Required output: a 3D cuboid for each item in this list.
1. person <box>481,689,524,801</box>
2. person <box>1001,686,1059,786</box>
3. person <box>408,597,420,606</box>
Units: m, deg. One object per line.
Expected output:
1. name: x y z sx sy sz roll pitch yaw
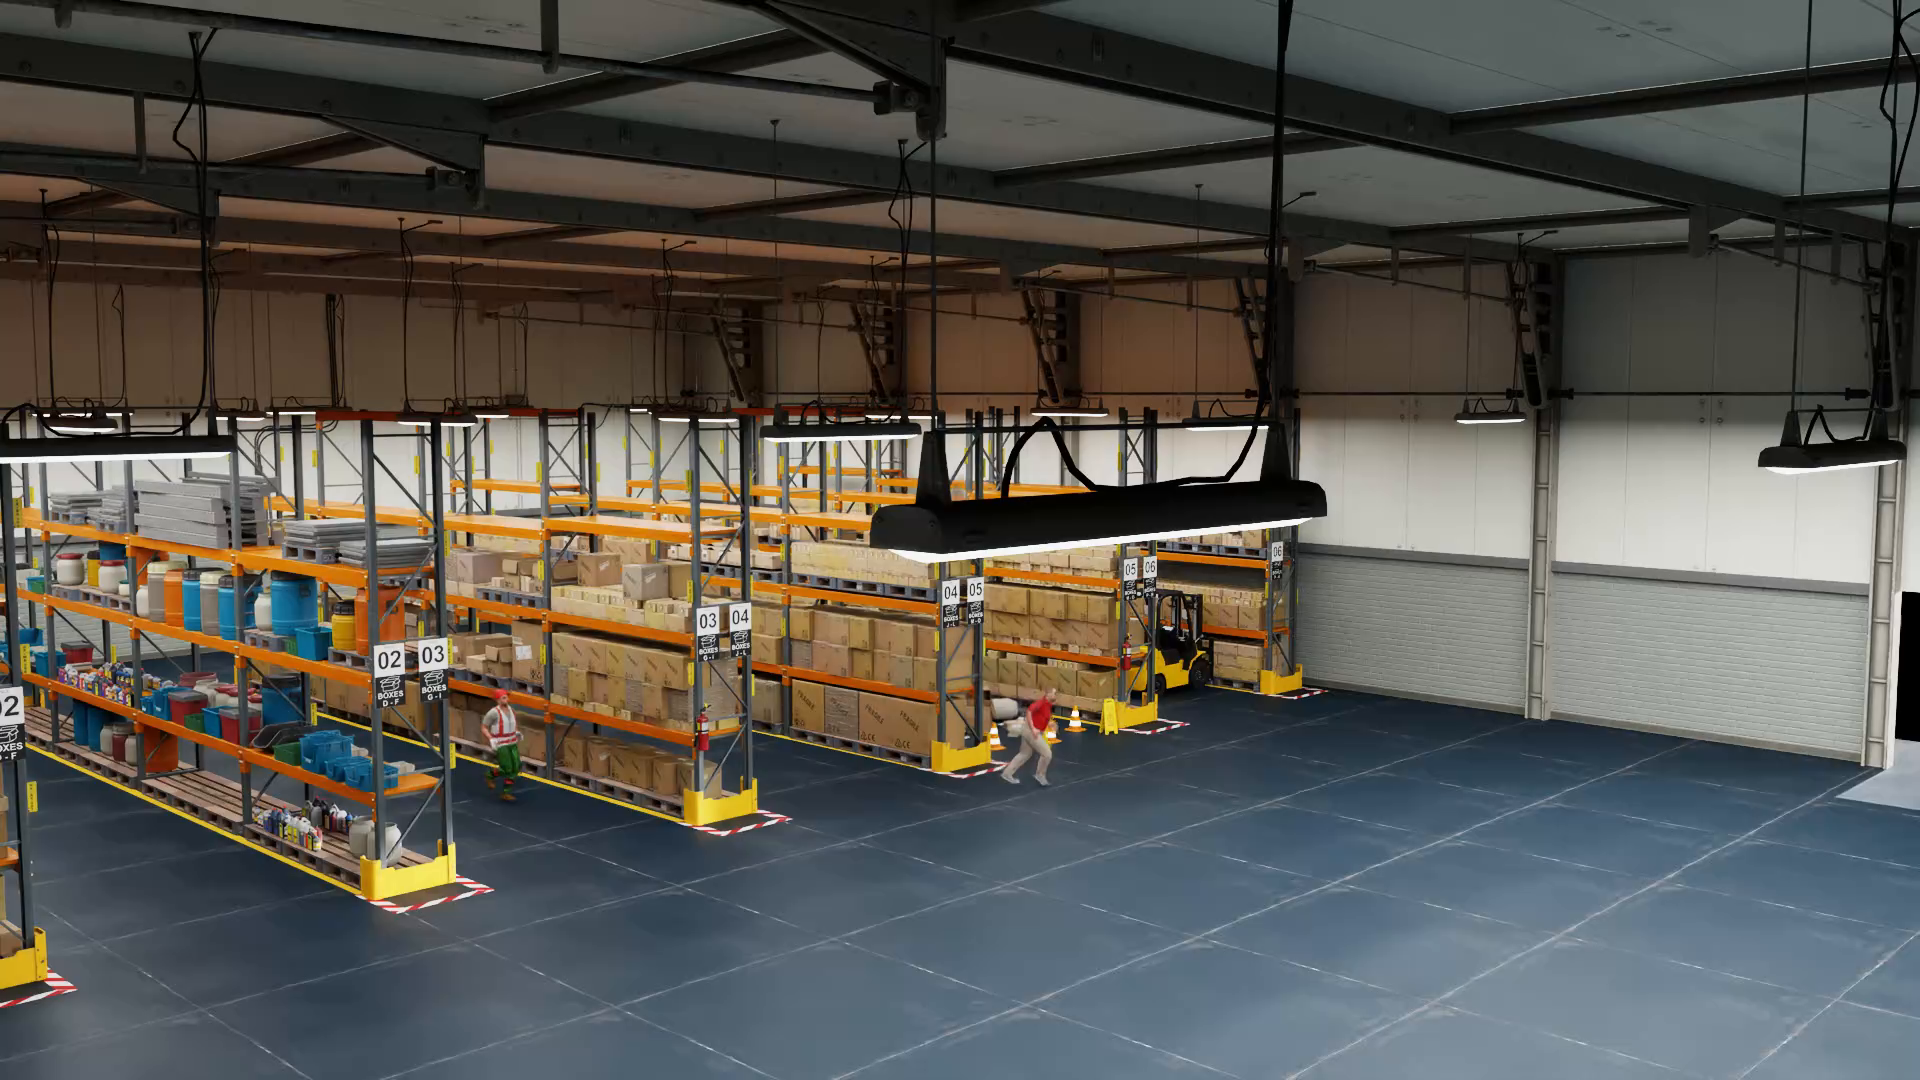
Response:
1. person: -7.112 3.179 25.879 0.605 1.743 0.657 3 6 33
2. person: 1.123 3.176 26.855 0.928 1.665 0.652 1 5 10
3. person: -12.925 2.038 39.017 0.668 1.651 0.854 2 5 20
